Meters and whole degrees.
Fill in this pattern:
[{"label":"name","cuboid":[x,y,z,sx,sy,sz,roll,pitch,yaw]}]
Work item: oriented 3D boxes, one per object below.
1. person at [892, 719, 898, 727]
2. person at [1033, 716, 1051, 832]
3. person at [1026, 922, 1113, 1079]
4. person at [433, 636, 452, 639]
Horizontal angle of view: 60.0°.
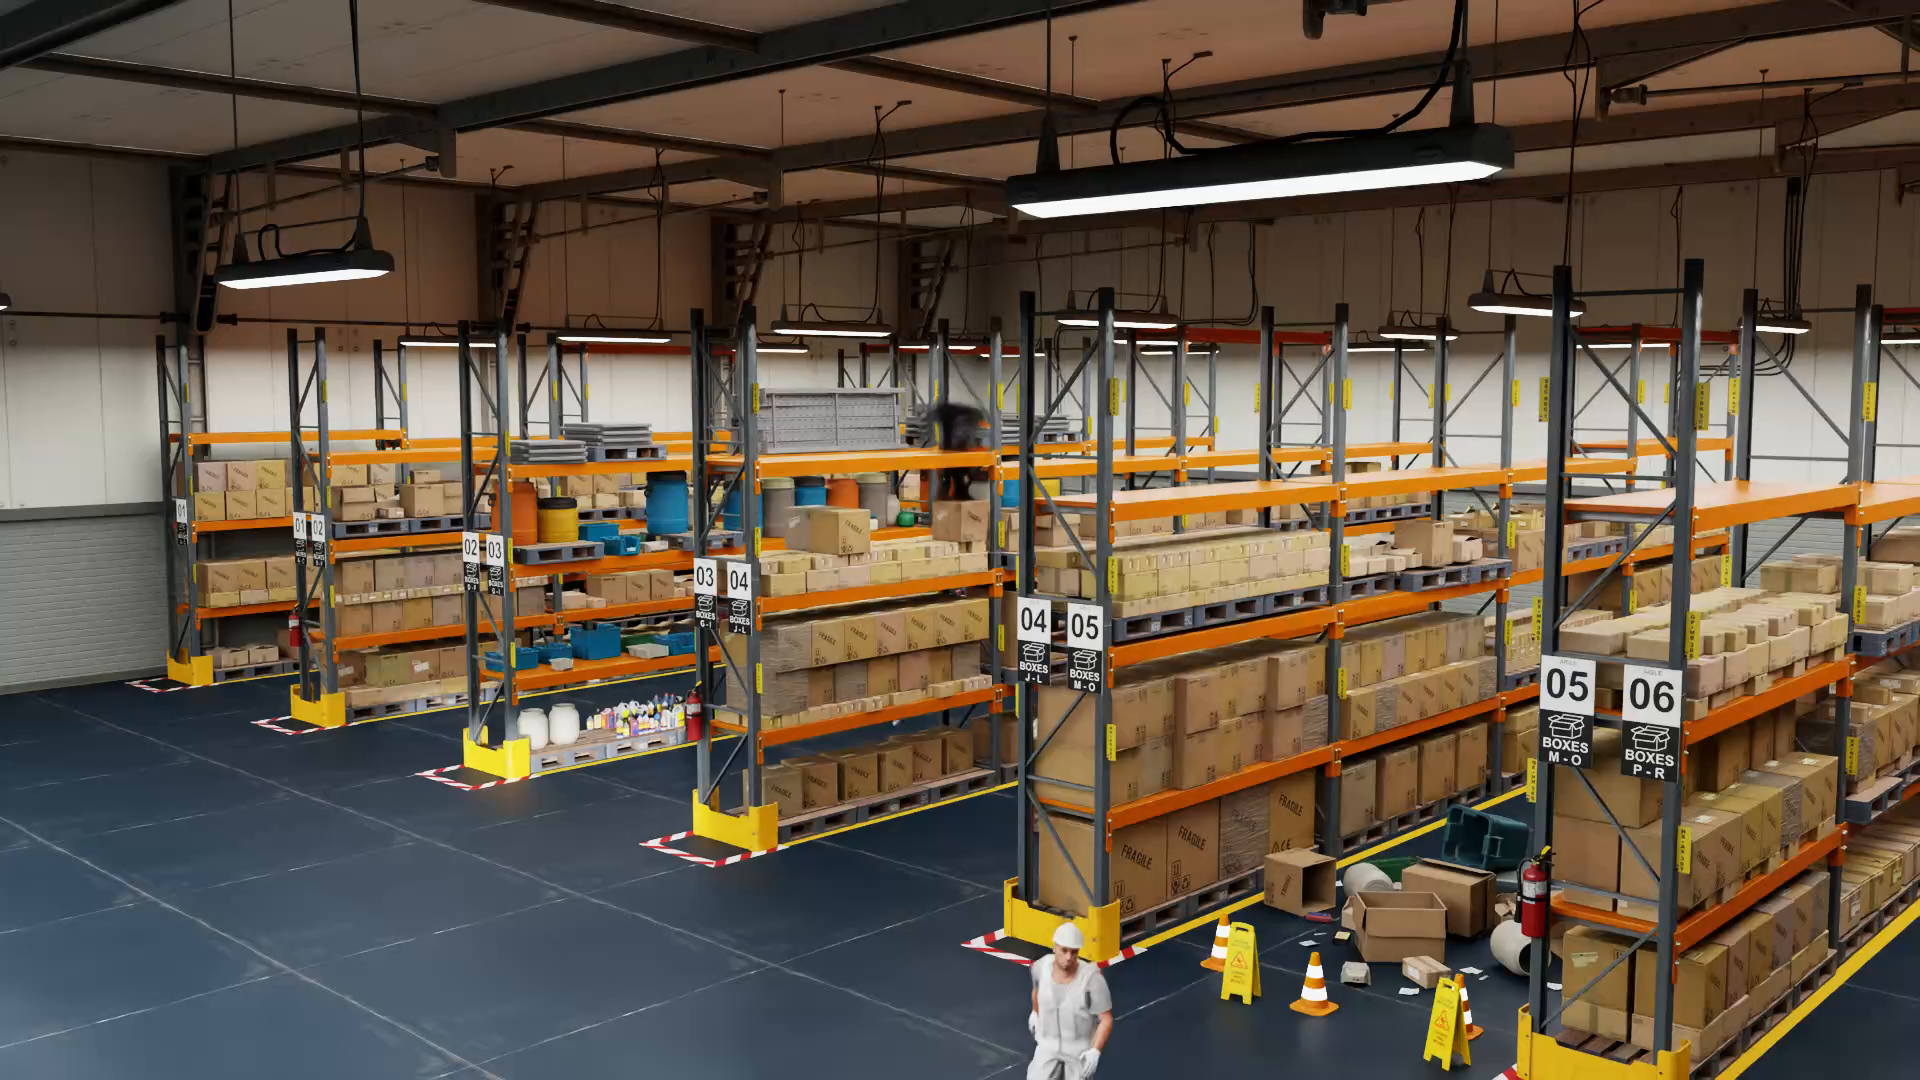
[{"label":"person","cuboid":[-1.037,2.024,25.292,0.547,1.552,0.899,2,6,19]},{"label":"person","cuboid":[0.999,2.578,19.012,0.681,1.617,0.502,4,7,36]},{"label":"person","cuboid":[0.670,3.291,10.699,0.660,1.742,0.801,2,6,17]},{"label":"person","cuboid":[-9.497,1.512,30.546,0.589,1.613,0.740,0,5,-1]}]
